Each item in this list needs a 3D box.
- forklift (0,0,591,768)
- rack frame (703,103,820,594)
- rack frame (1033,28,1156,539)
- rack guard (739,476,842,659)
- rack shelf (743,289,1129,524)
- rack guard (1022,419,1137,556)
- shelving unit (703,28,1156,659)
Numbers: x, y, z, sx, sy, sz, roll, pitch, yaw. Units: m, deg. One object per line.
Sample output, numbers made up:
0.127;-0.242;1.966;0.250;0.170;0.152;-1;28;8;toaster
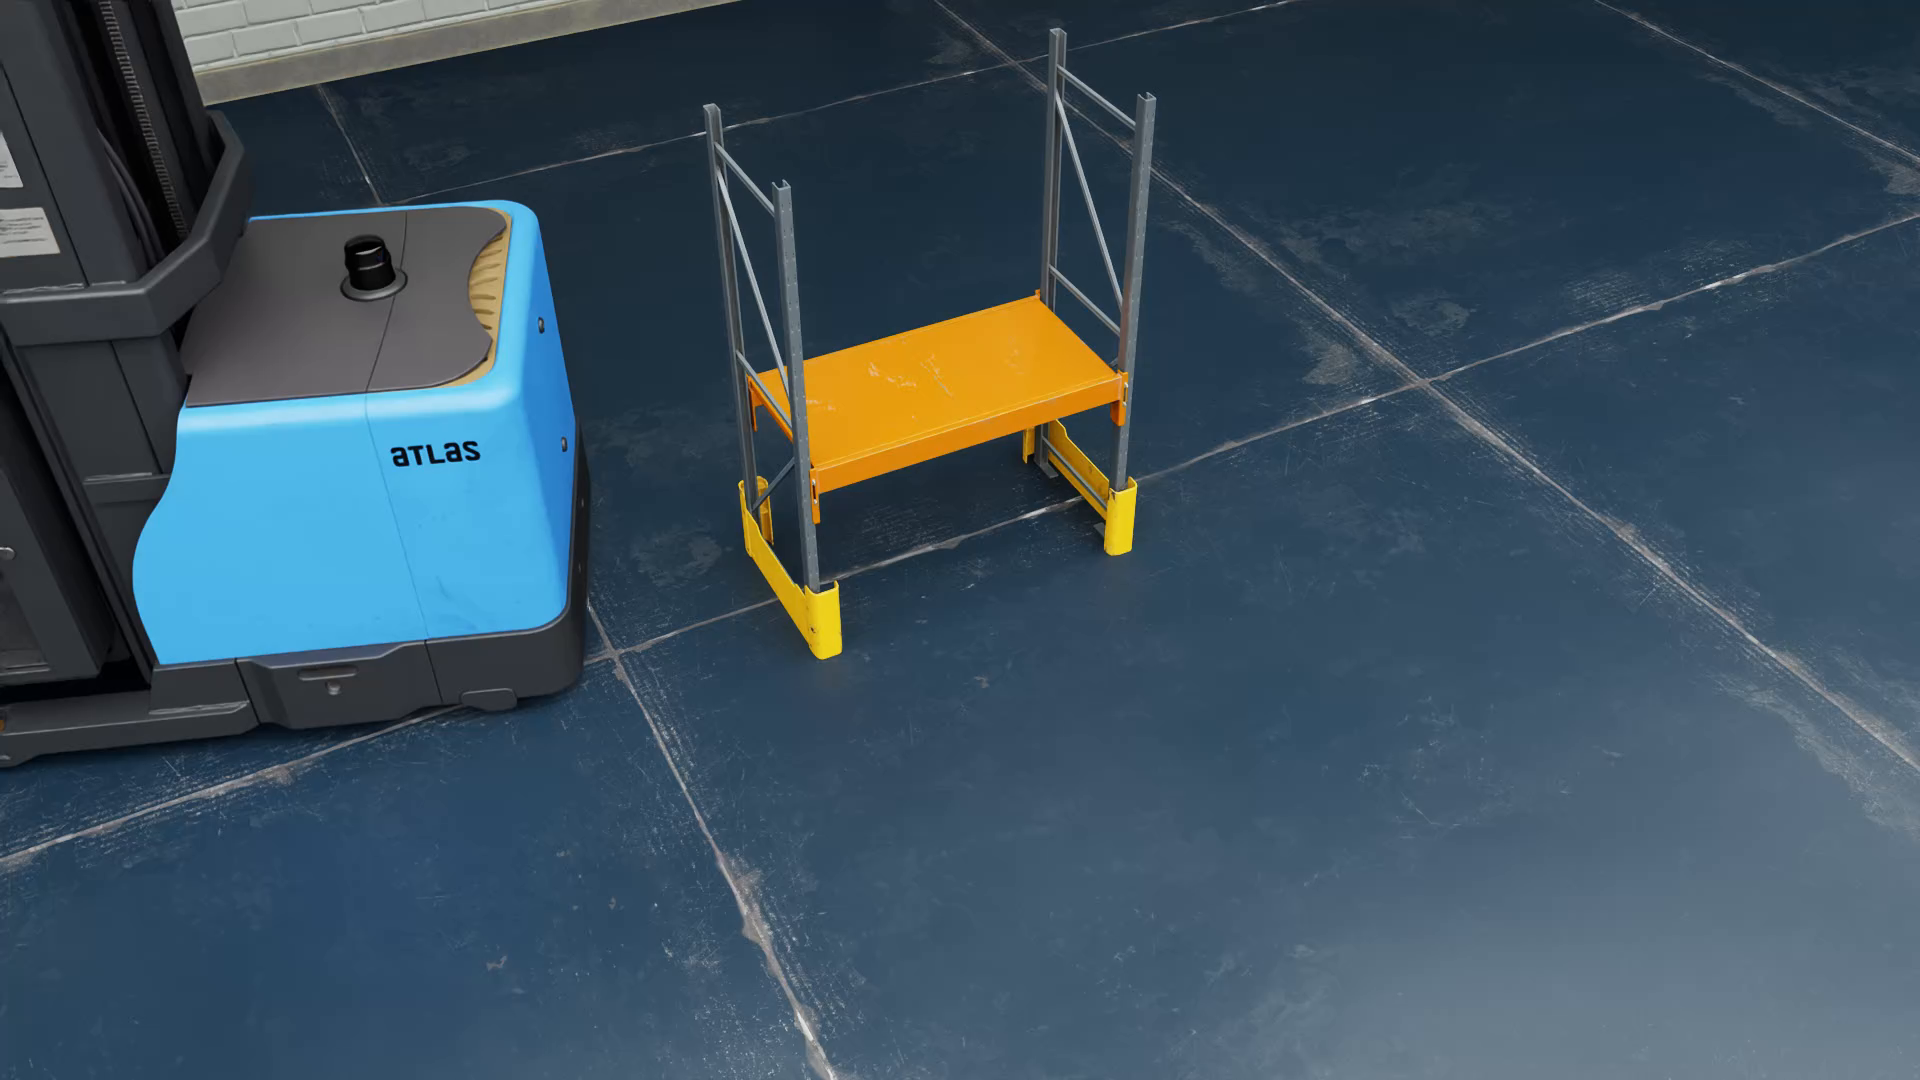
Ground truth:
-2.628;-0.837;3.970;3.031;2.935;1.130;-5;41;-6;forklift
-0.527;-0.395;4.556;0.032;1.500;0.500;-19;44;-21;rack frame
0.375;-0.699;4.915;0.032;1.500;0.500;-19;44;-21;rack frame
-0.509;0.076;4.967;0.087;0.250;0.587;-19;44;-21;rack guard
-0.076;-0.410;4.852;1.000;0.185;0.538;-19;44;-21;rack shelf
0.374;-0.221;5.318;0.087;0.250;0.587;-19;44;-21;rack guard
-0.068;-0.550;4.739;1.083;1.500;0.587;-19;44;-21;shelving unit
